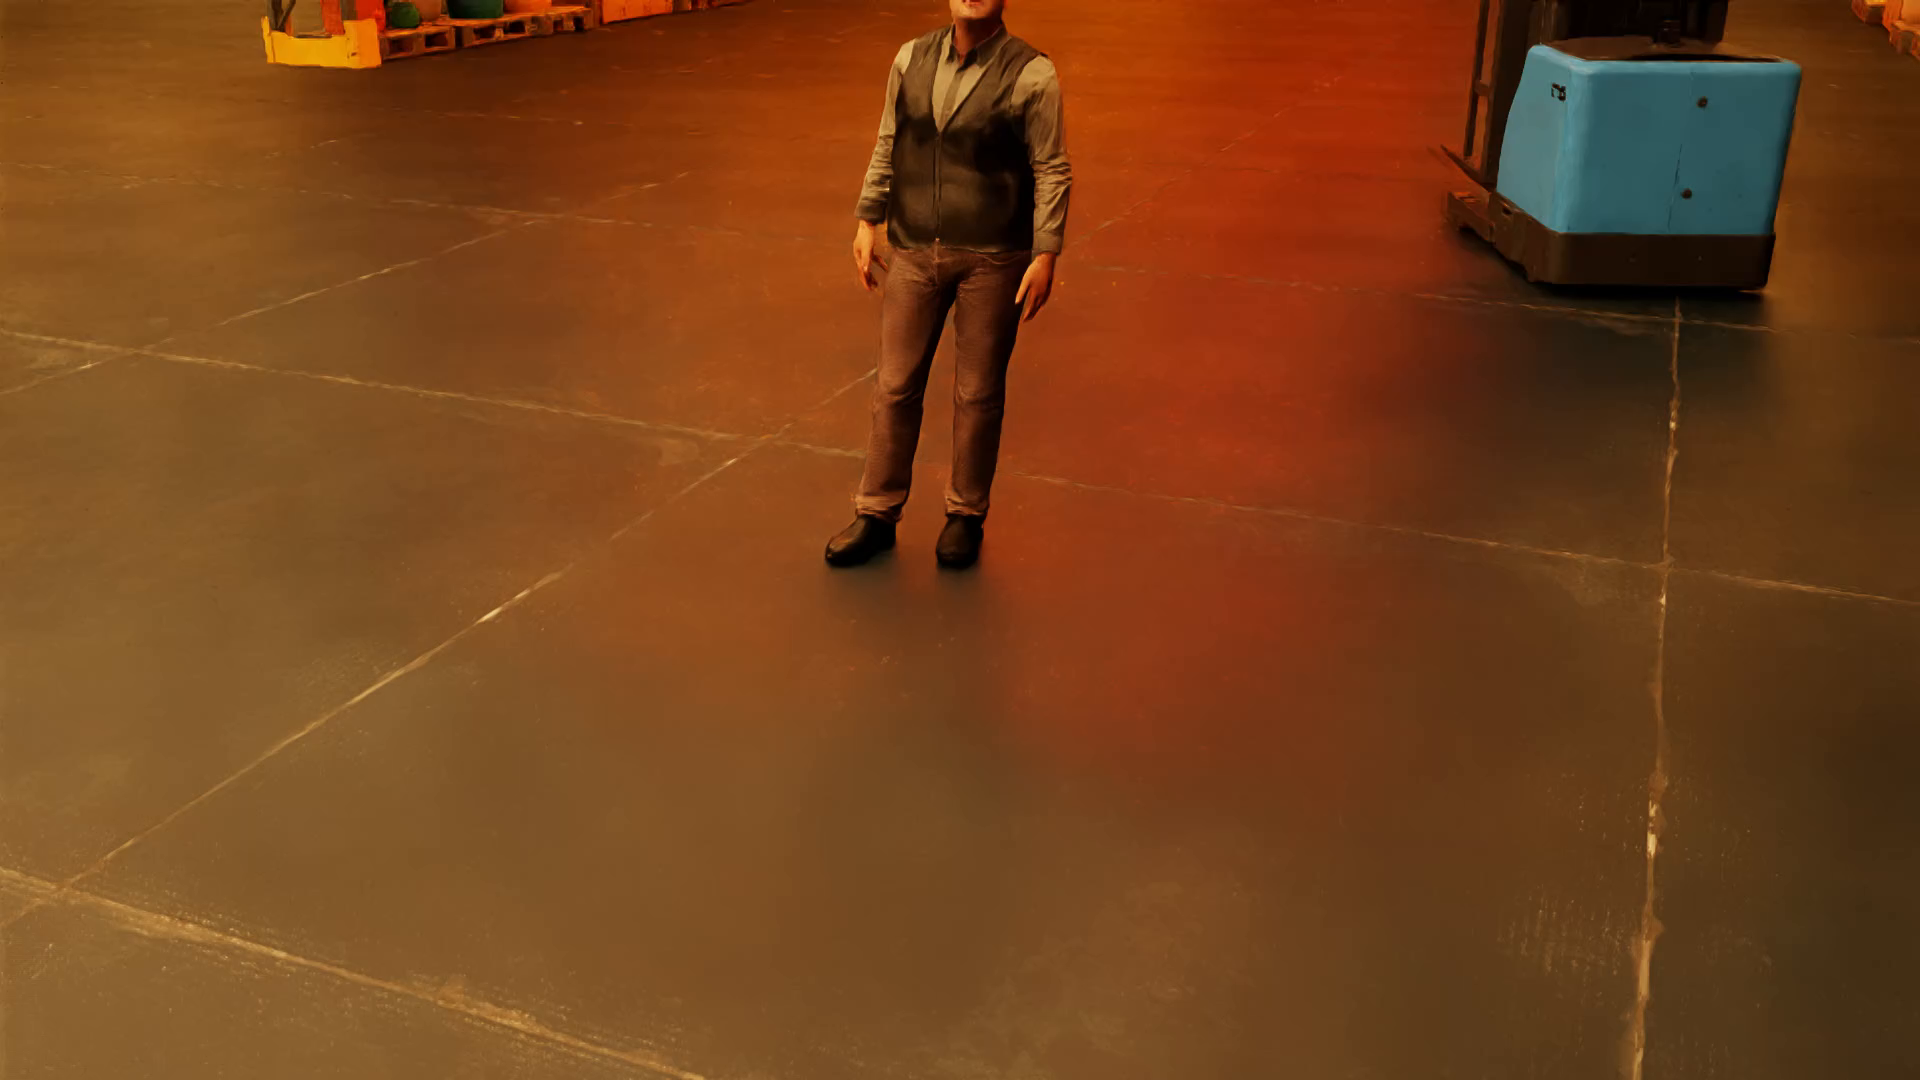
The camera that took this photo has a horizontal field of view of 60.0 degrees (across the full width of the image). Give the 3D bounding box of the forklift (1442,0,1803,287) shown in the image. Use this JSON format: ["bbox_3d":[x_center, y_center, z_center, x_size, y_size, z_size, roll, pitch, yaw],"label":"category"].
[{"bbox_3d":[3.315,-3.051,8.591,1.130,2.935,3.031,1,23,2],"label":"forklift"}]

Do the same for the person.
[{"bbox_3d":[-0.031,-0.780,4.708,0.632,1.720,0.567,9,24,21],"label":"person"}]
